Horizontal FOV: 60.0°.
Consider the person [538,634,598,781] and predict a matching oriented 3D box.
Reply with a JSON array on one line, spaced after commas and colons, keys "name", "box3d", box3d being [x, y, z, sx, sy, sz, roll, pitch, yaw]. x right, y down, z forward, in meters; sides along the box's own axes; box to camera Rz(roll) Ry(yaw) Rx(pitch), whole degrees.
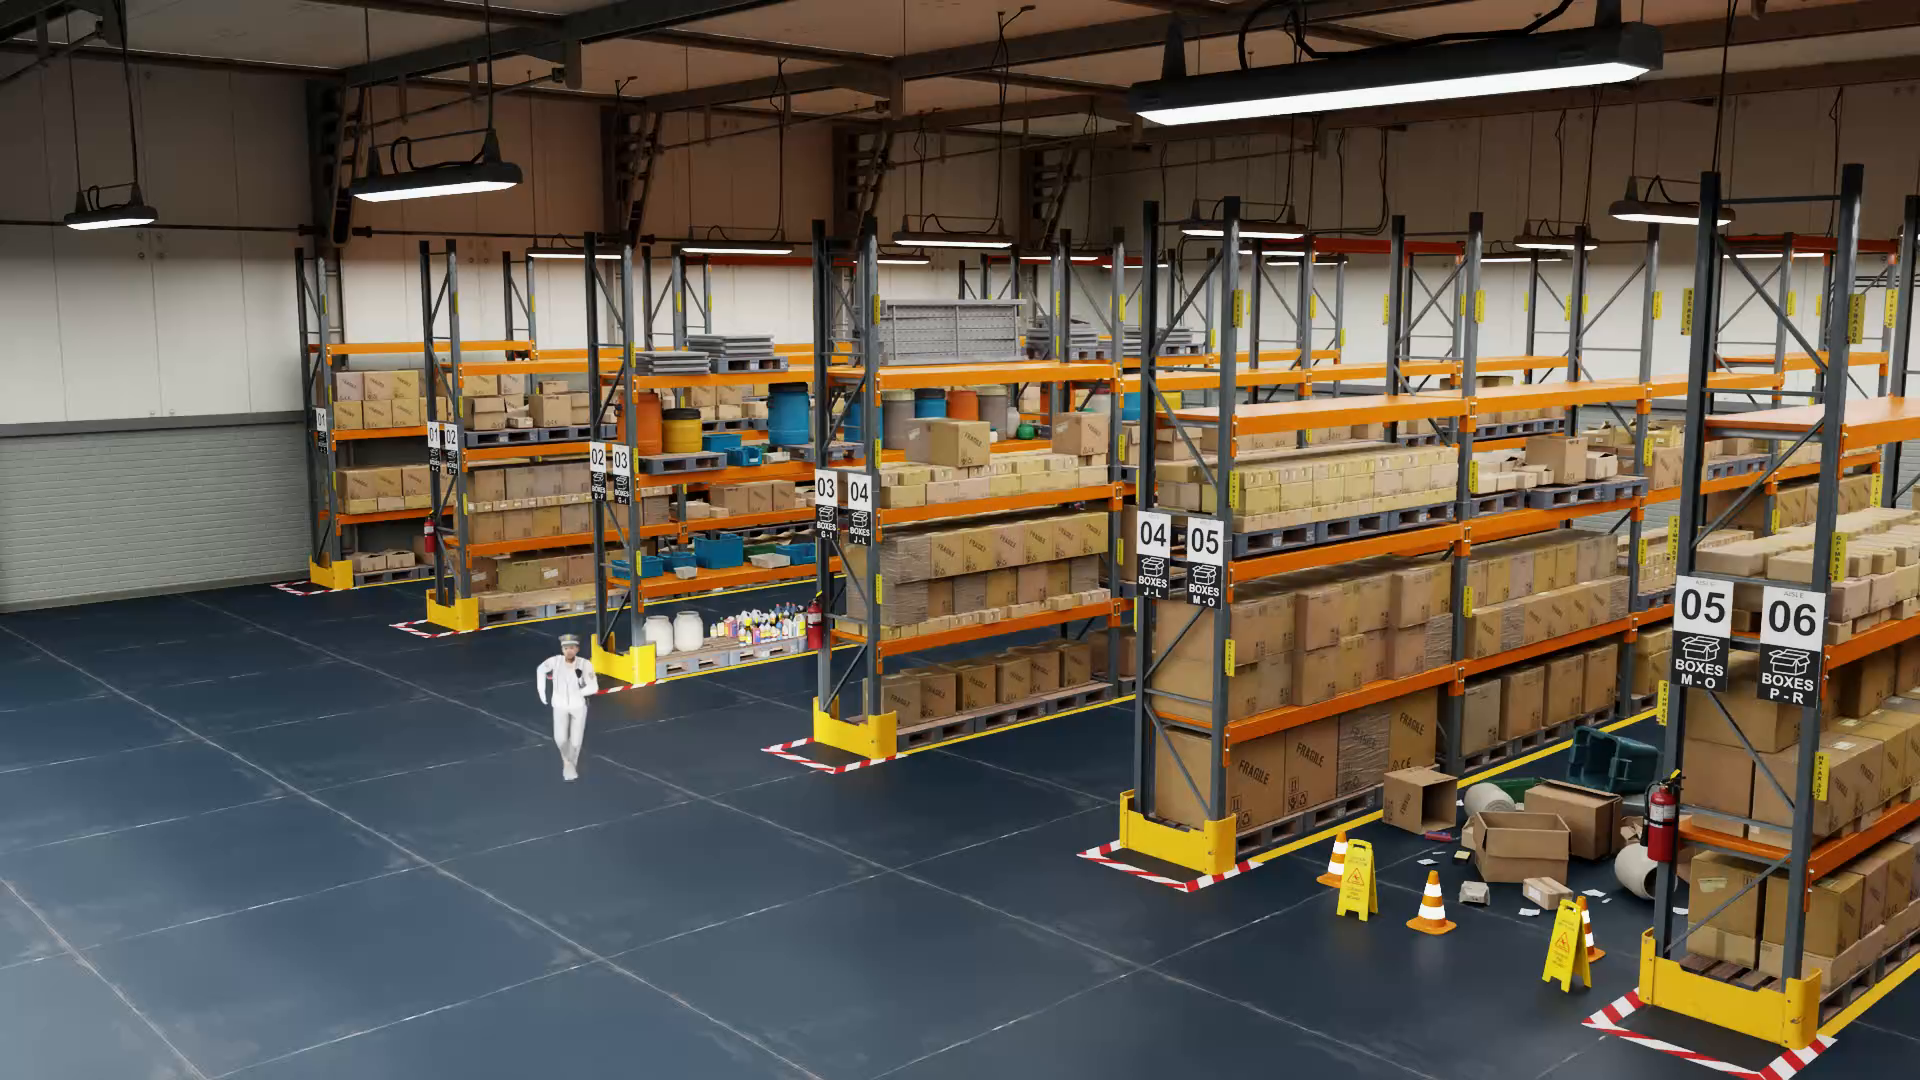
[{"name": "person", "box3d": [-4.130, 1.775, 17.531, 0.645, 1.642, 0.741, -1, 8, -8]}]
